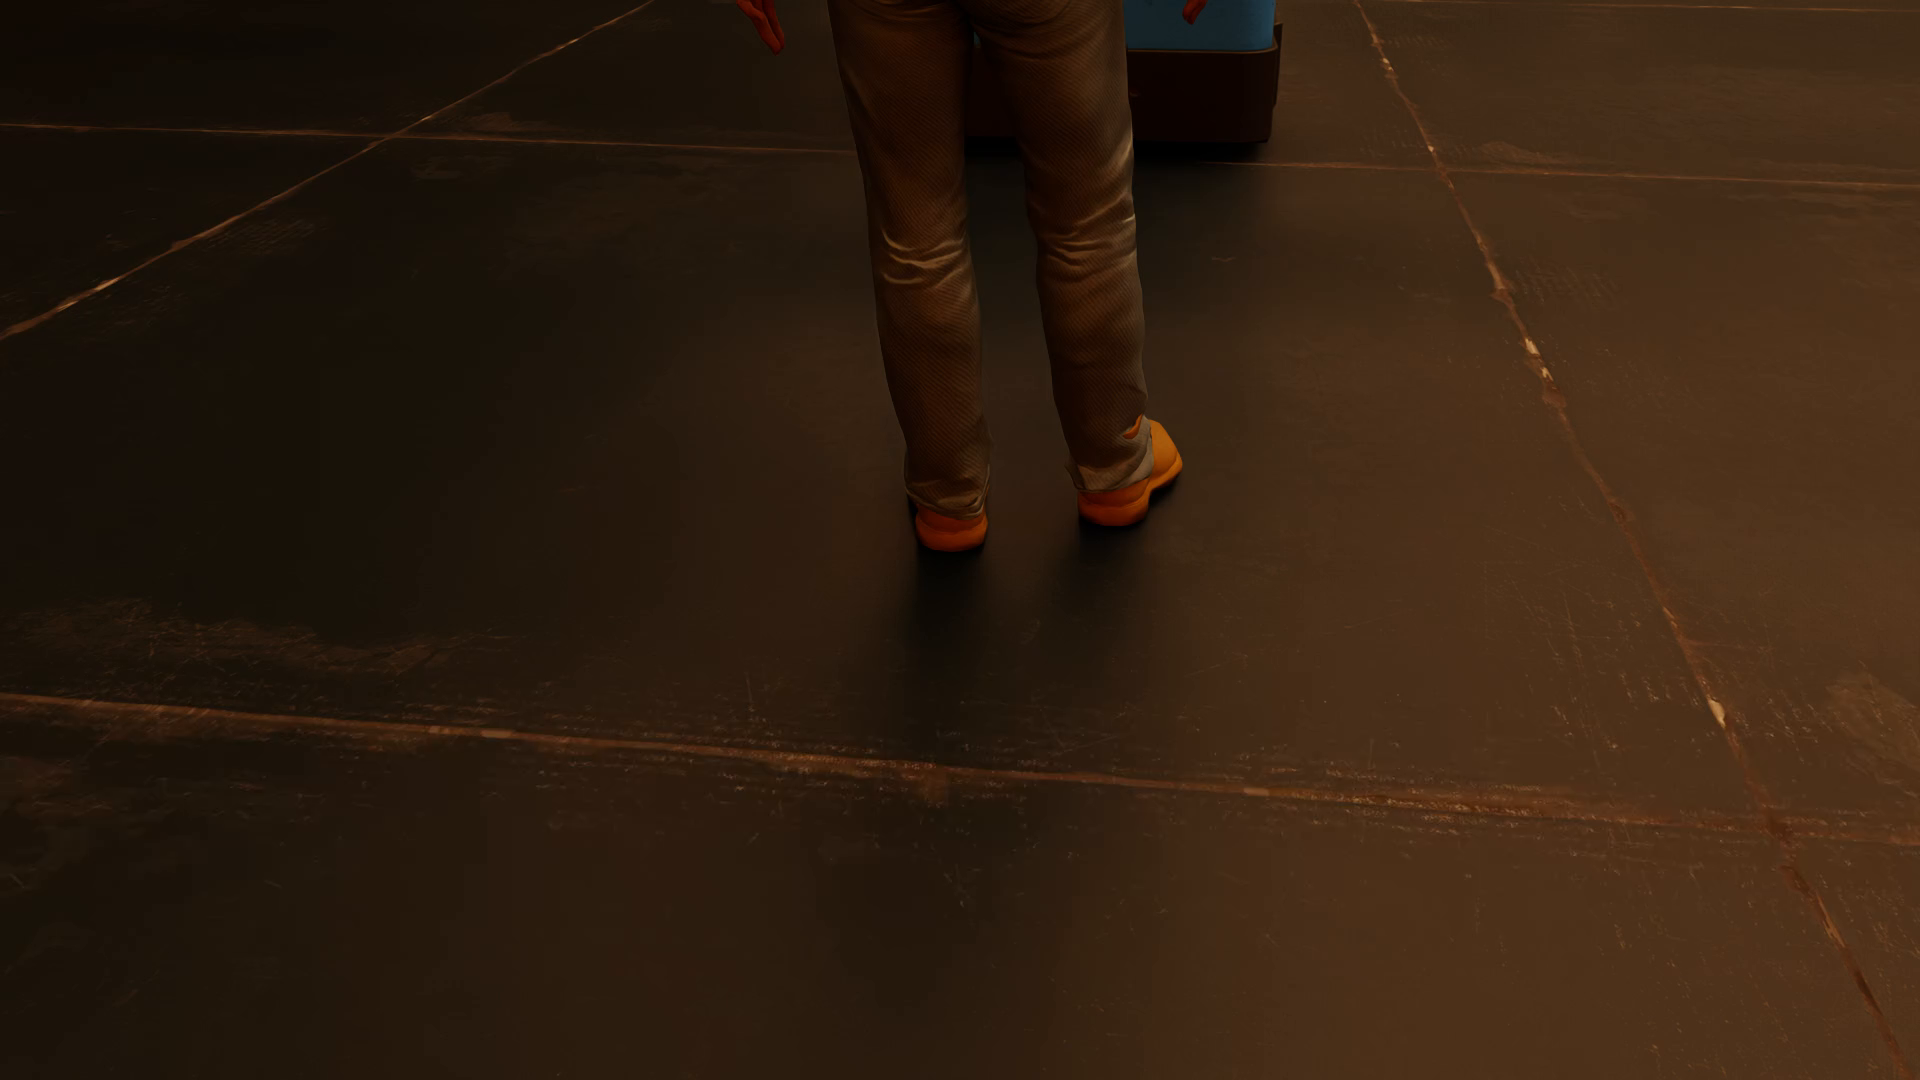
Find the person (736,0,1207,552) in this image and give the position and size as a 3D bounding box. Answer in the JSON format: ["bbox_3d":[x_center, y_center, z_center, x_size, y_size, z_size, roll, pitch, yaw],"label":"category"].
[{"bbox_3d":[0.015,-0.827,2.163,0.665,1.765,0.577,3,27,7],"label":"person"}]

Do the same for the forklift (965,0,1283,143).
[{"bbox_3d":[0.480,-3.007,5.245,1.130,2.935,3.031,3,27,5],"label":"forklift"}]
